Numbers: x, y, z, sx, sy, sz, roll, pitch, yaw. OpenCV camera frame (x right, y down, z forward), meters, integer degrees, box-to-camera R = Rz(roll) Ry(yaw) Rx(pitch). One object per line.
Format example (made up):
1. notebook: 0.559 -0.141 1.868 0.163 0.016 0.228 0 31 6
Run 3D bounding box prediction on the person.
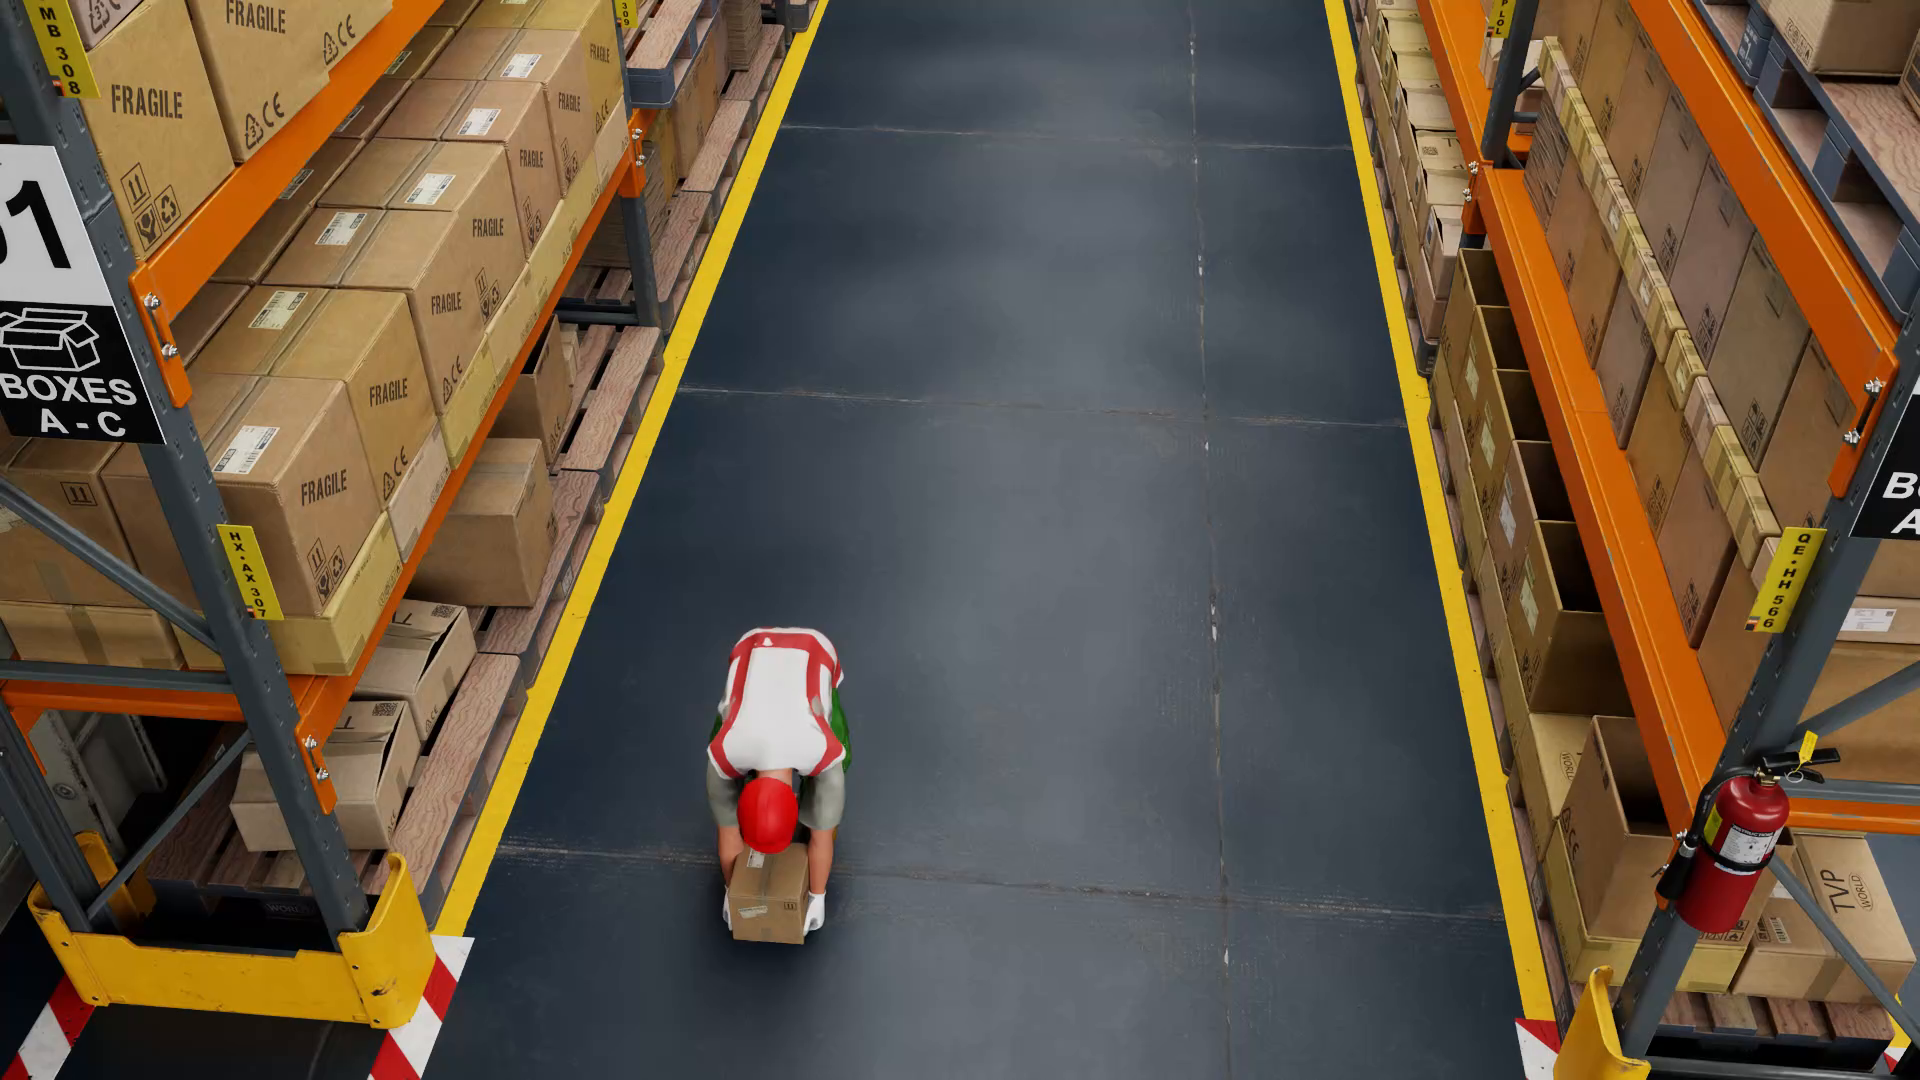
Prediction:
1. person: -0.643 0.841 5.913 0.519 0.831 0.966 2 40 3
